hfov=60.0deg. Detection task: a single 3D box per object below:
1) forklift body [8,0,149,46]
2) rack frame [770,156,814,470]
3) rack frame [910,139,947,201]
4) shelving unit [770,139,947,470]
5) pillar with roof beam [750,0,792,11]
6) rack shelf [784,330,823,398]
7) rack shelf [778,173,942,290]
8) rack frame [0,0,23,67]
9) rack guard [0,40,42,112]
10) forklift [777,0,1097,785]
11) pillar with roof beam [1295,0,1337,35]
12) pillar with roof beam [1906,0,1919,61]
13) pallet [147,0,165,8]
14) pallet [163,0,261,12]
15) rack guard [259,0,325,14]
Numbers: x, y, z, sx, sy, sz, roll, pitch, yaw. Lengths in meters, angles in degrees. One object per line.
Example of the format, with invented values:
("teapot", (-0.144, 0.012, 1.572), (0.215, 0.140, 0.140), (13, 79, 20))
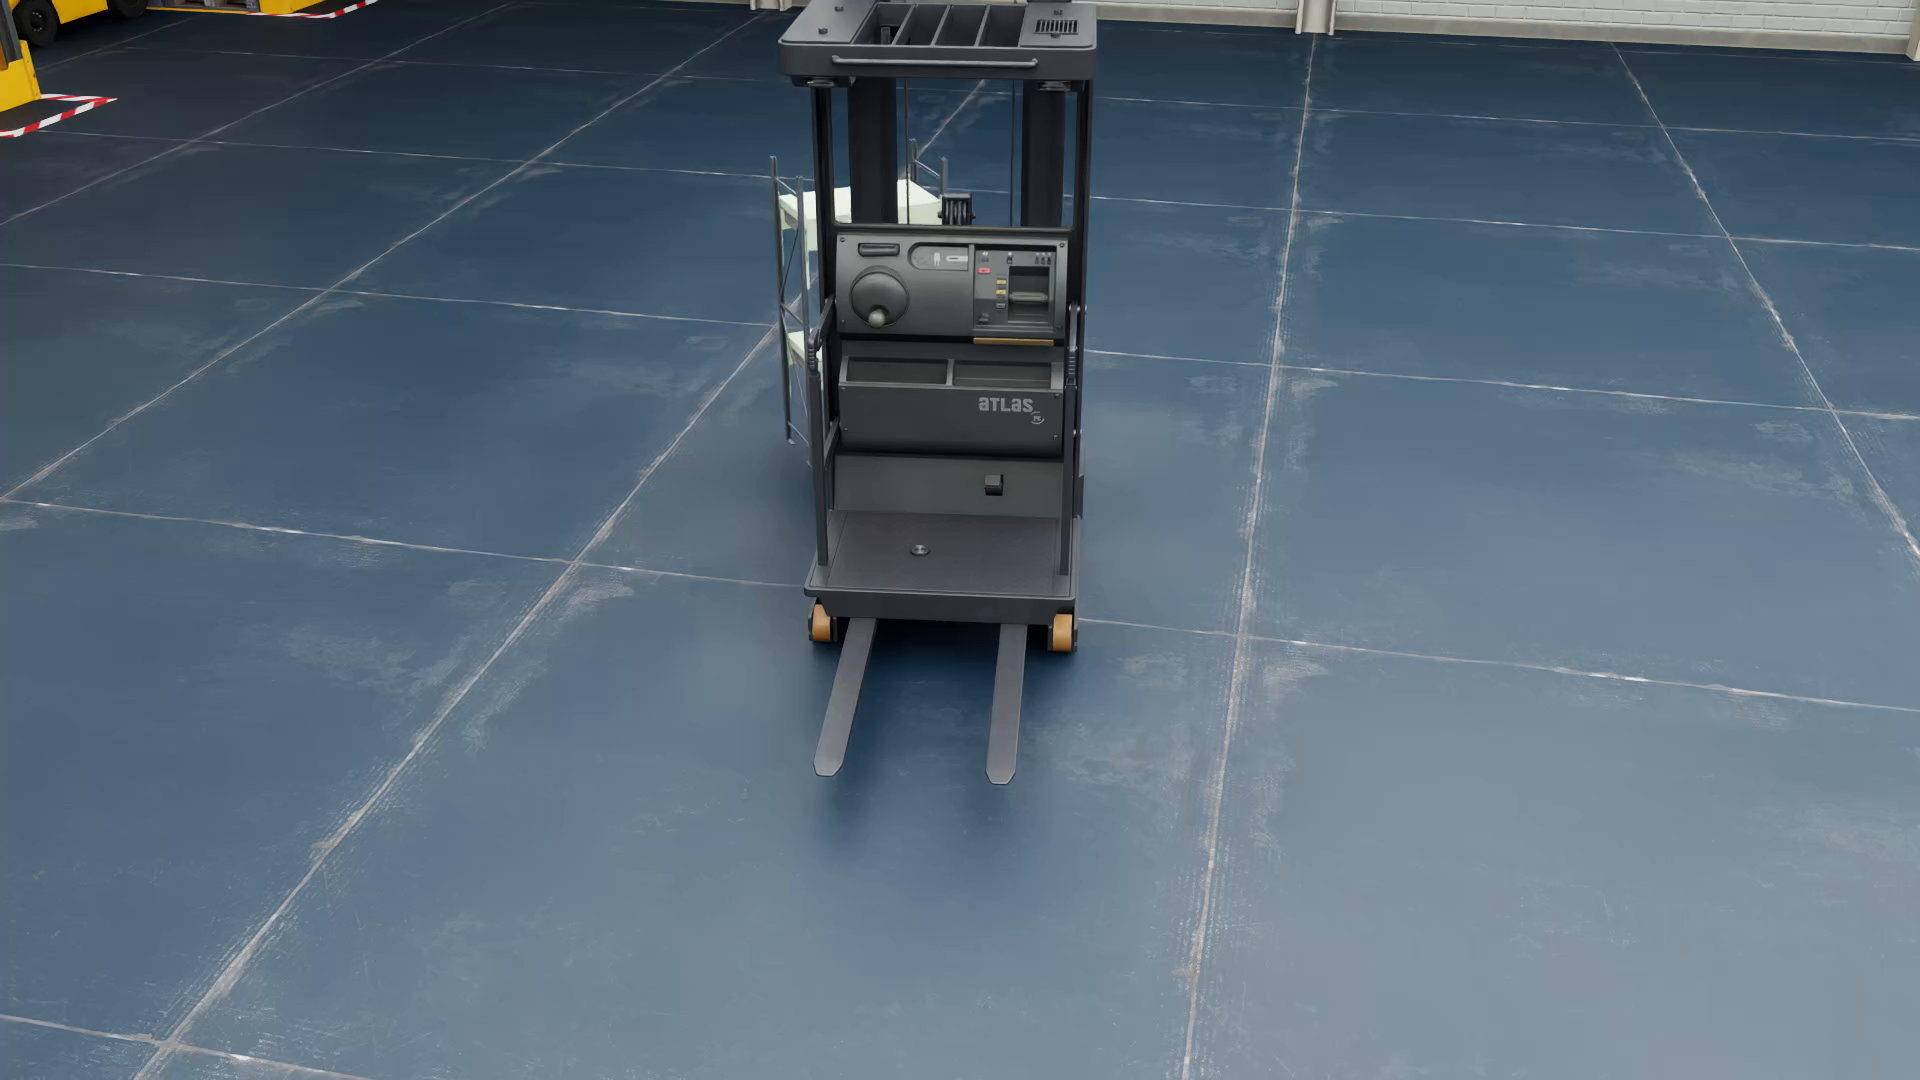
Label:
("forklift body", (-9.728, -6.366, 17.138), (1.214, 2.155, 2.313), (6, 29, 11))
("rack frame", (-0.821, -1.103, 8.201), (0.023, 1.500, 0.400), (-13, 31, -22))
("rack frame", (-0.156, -1.251, 8.471), (0.023, 1.500, 0.400), (-13, 31, -22))
("shelving unit", (-0.488, -1.177, 8.336), (0.755, 1.500, 0.431), (-13, 31, -22))
("pillar with roof beam", (-3.017, -7.906, 12.820), (0.400, 9.000, 9.100), (6, 29, 11))
("rack shelf", (-0.488, -0.890, 8.492), (0.720, 0.370, 0.431), (-13, 31, -22))
("rack shelf", (-0.489, -1.519, 8.150), (0.720, 0.370, 0.431), (-13, 31, -22))
("rack frame", (-8.526, -5.073, 13.894), (0.127, 3.000, 1.000), (6, 29, 11))
("rack guard", (-8.600, -3.985, 14.508), (0.348, 0.500, 1.175), (6, 29, 11))
("forklift", (-0.049, -0.984, 6.496), (1.130, 2.935, 3.031), (2, 29, 4))
("pillar with roof beam", (2.851, -7.304, 11.721), (0.400, 9.000, 9.100), (6, 29, 11))
("pillar with roof beam", (8.719, -6.703, 10.622), (0.400, 9.000, 9.100), (6, 29, 11))
("pallet", (-9.439, -6.362, 19.151), (1.213, 0.211, 1.003), (6, 29, 11))
("pallet", (-8.249, -6.239, 18.926), (1.213, 0.211, 1.003), (6, 29, 11))
("rack guard", (-7.469, -6.306, 18.748), (0.348, 0.500, 1.175), (6, 29, 11))
